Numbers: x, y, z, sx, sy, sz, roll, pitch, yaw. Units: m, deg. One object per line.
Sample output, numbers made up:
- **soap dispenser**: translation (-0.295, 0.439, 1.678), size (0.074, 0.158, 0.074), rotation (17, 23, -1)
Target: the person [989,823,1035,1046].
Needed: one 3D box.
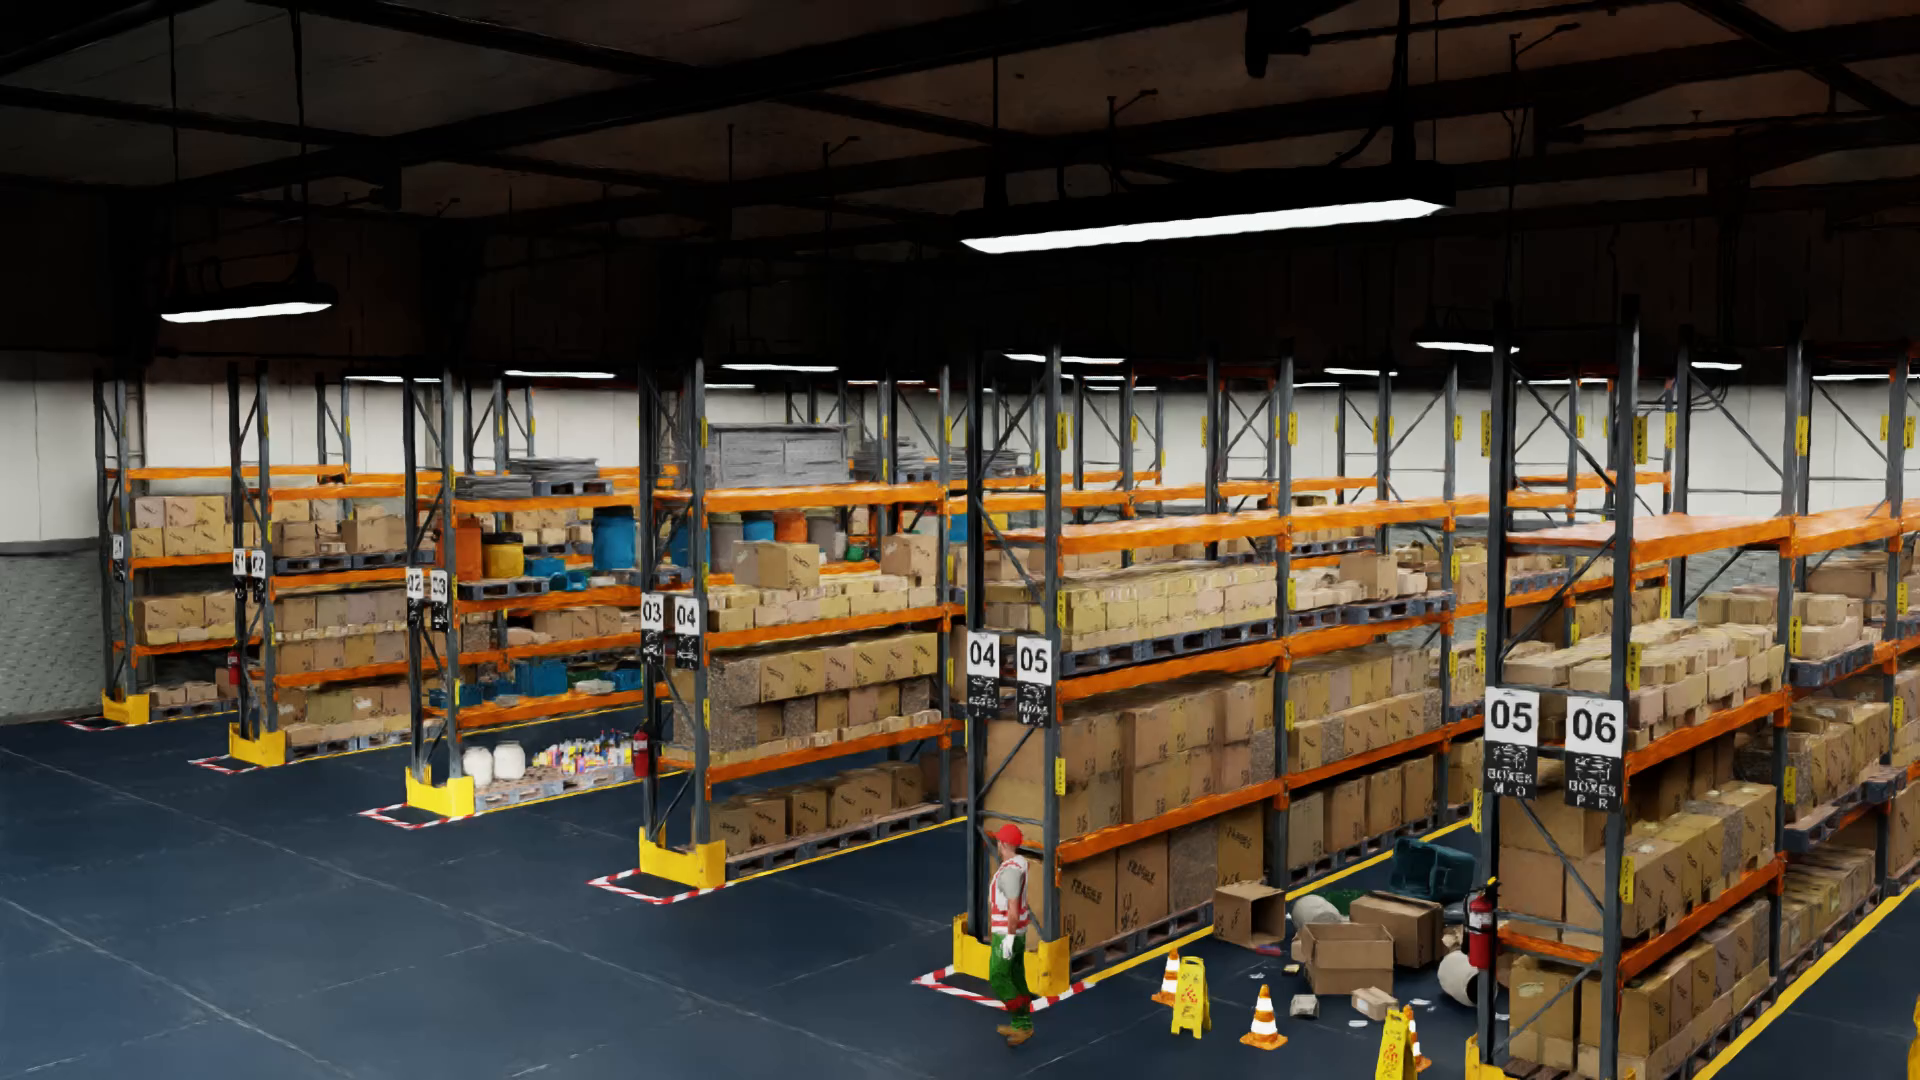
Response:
- **person**: translation (0.437, 3.249, 13.784), size (0.373, 1.783, 0.624), rotation (1, 4, 10)
